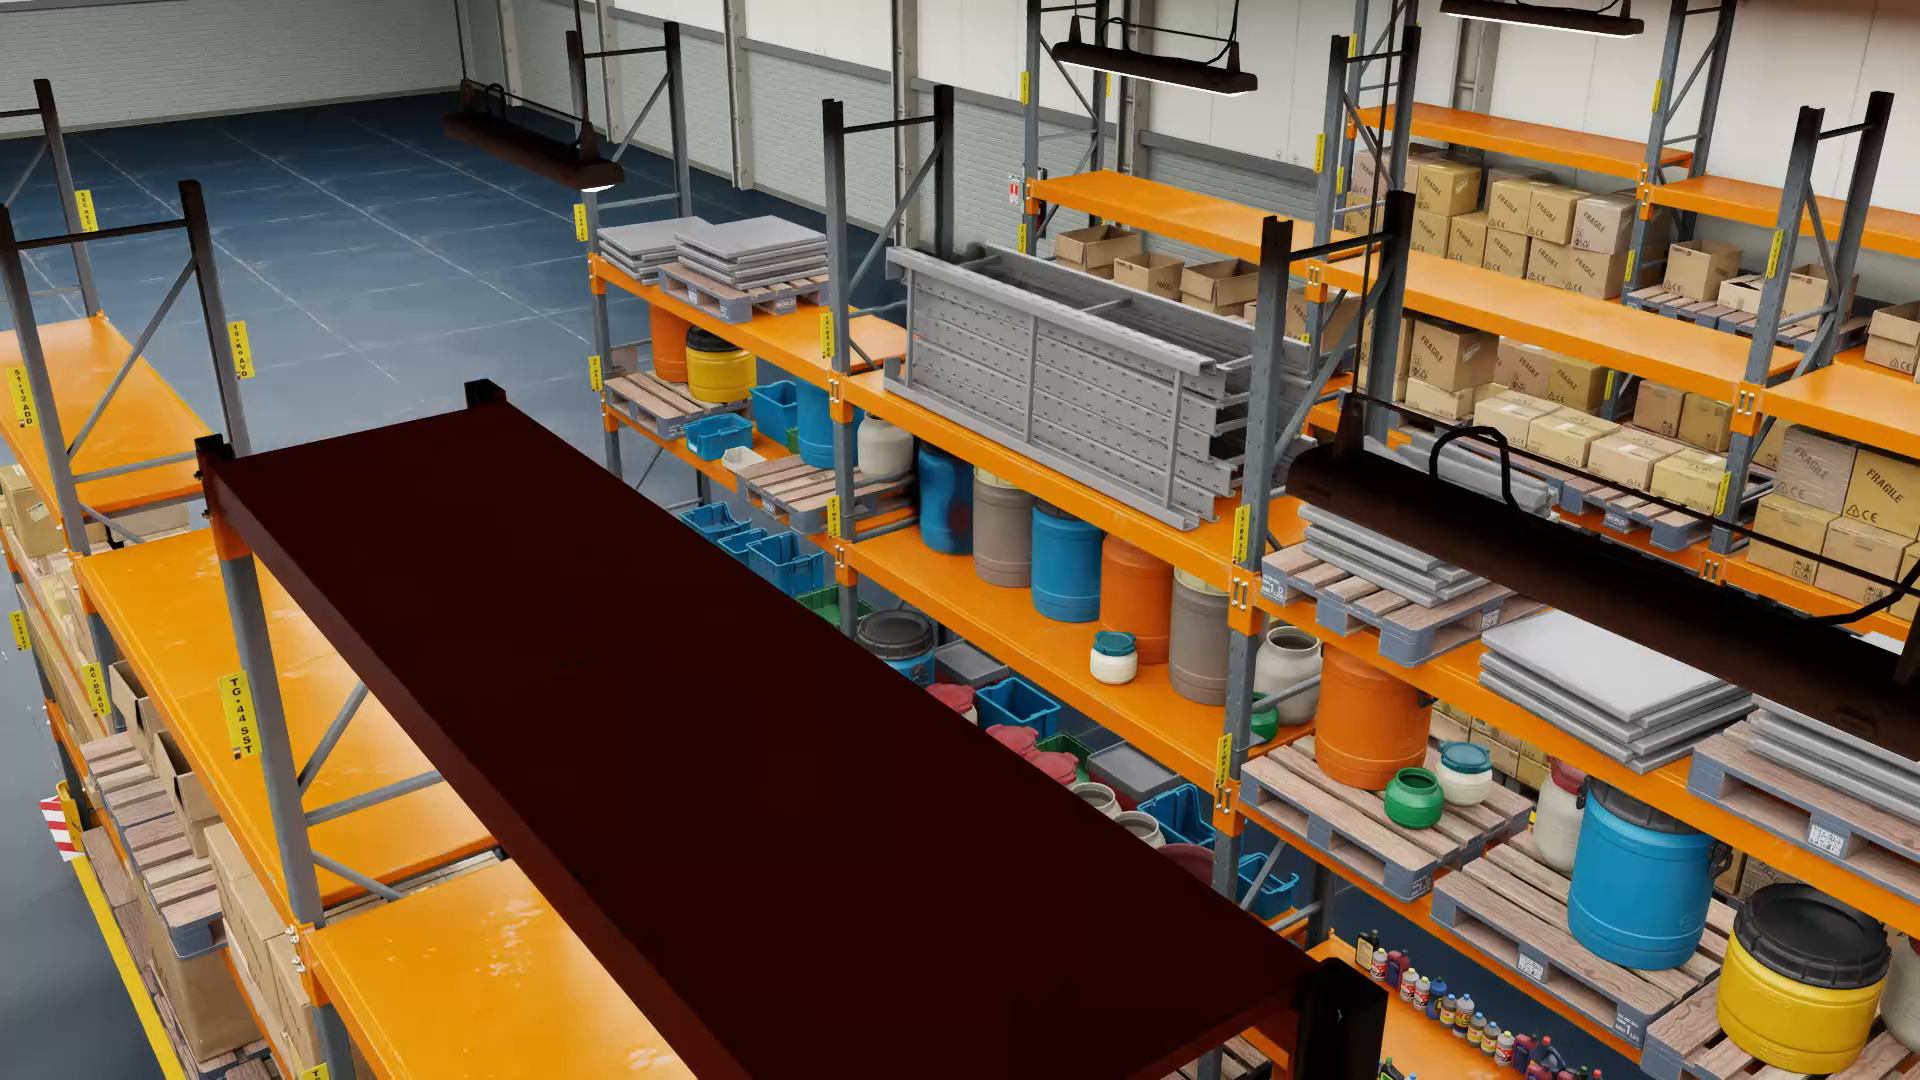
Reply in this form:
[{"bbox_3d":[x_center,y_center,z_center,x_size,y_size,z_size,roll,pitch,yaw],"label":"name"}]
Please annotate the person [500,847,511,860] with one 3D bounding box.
[{"bbox_3d":[-3.385,1.998,11.988,0.663,1.803,0.793,-17,30,-33],"label":"person"}]
